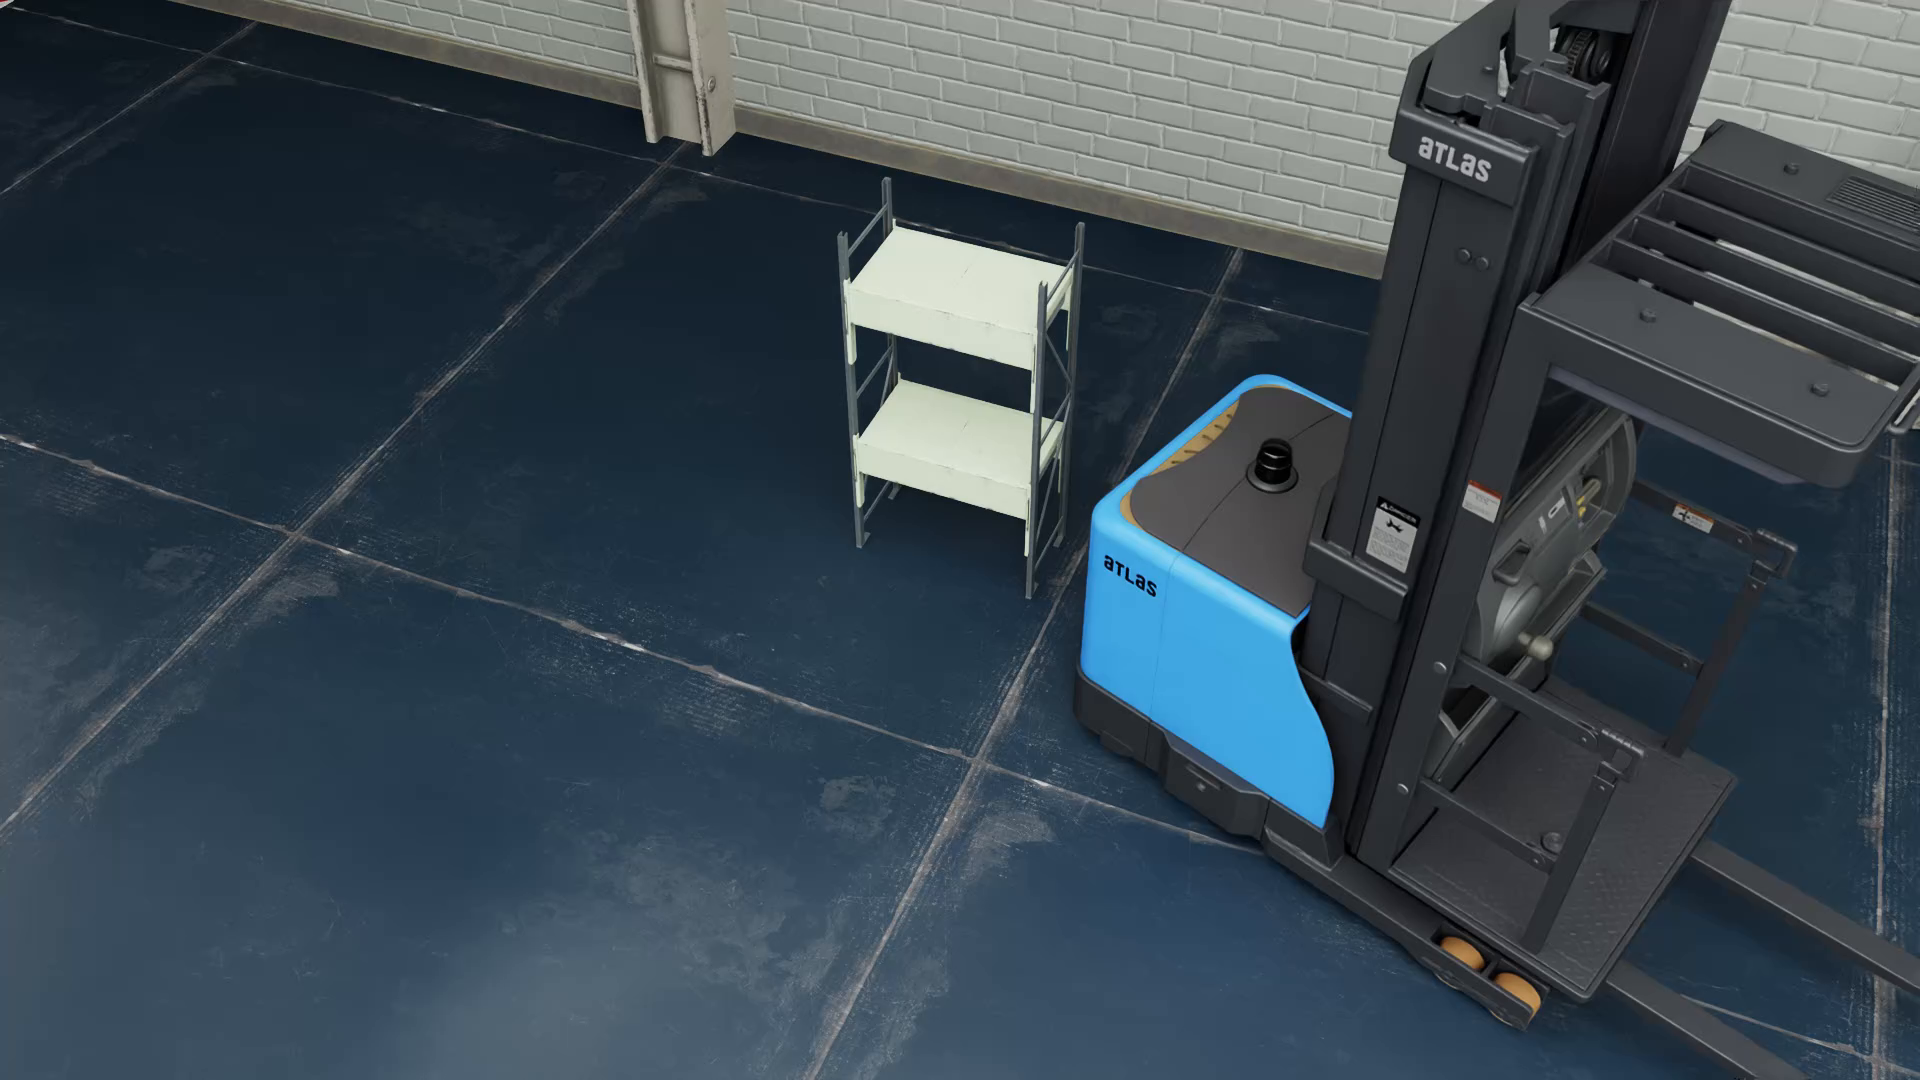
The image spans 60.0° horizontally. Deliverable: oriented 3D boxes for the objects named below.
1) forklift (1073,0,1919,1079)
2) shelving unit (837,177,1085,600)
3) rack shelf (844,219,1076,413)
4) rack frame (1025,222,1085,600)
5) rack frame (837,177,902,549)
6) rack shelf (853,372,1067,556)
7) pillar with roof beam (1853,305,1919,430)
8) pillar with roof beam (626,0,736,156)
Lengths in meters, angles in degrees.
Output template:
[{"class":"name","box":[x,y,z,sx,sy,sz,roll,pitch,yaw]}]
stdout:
[{"class":"forklift","box":[1.846,0.058,4.614,3.031,2.935,1.130,32,53,28]},{"class":"shelving unit","box":[0.006,-0.530,6.219,0.755,1.500,0.431,16,47,16]},{"class":"rack shelf","box":[0.006,-0.807,5.944,0.720,0.370,0.431,16,47,16]},{"class":"rack frame","box":[0.344,-0.430,6.119,0.023,1.500,0.400,16,47,16]},{"class":"rack frame","box":[-0.332,-0.629,6.319,0.023,1.500,0.400,16,47,16]},{"class":"rack shelf","box":[0.006,-0.299,6.449,0.720,0.370,0.431,16,47,16]},{"class":"pillar with roof beam","box":[2.443,-0.938,1.313,0.400,9.000,9.100,16,47,16]},{"class":"pillar with roof beam","box":[-3.094,-2.567,2.950,0.400,9.000,9.100,16,47,16]}]
